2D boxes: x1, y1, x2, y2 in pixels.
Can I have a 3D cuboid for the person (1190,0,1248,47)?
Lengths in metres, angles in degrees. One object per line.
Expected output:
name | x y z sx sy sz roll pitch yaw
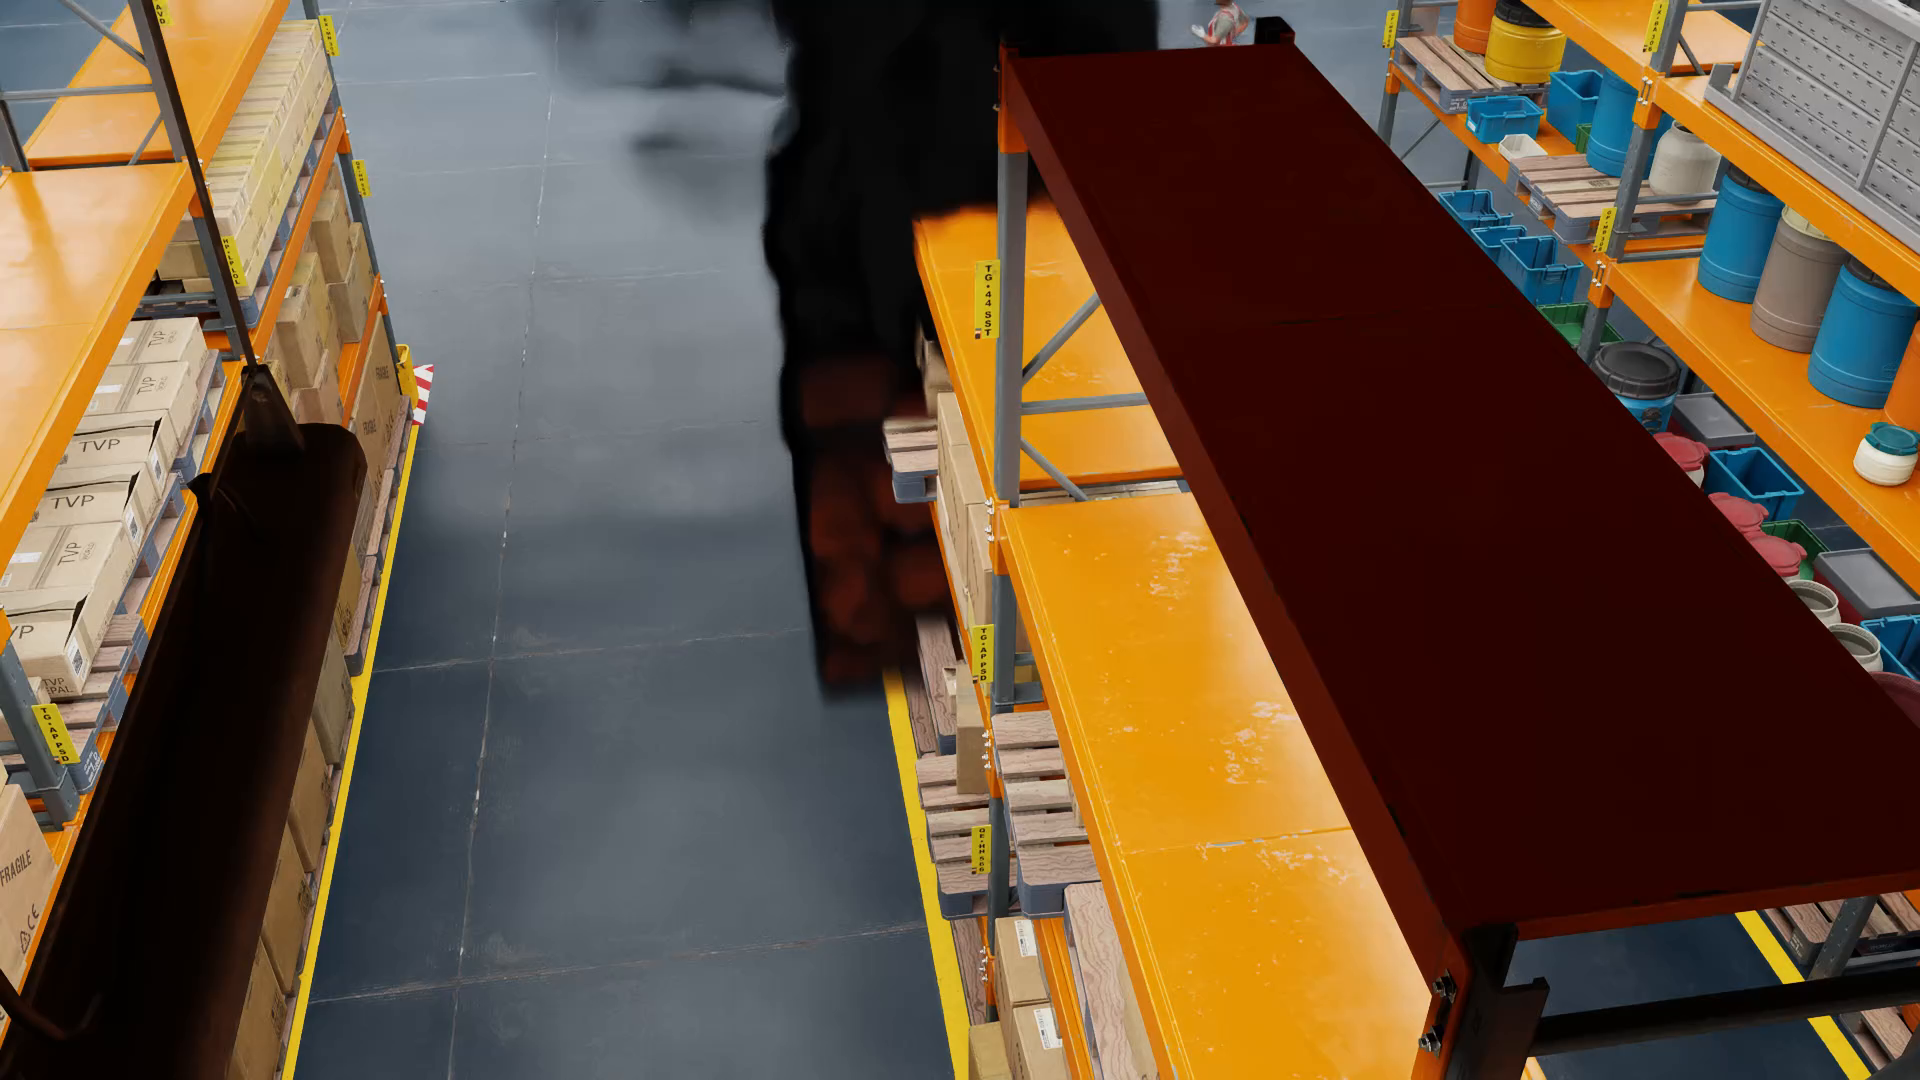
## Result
person | 3.072 -5.687 19.645 0.930 1.808 0.656 6 37 8
